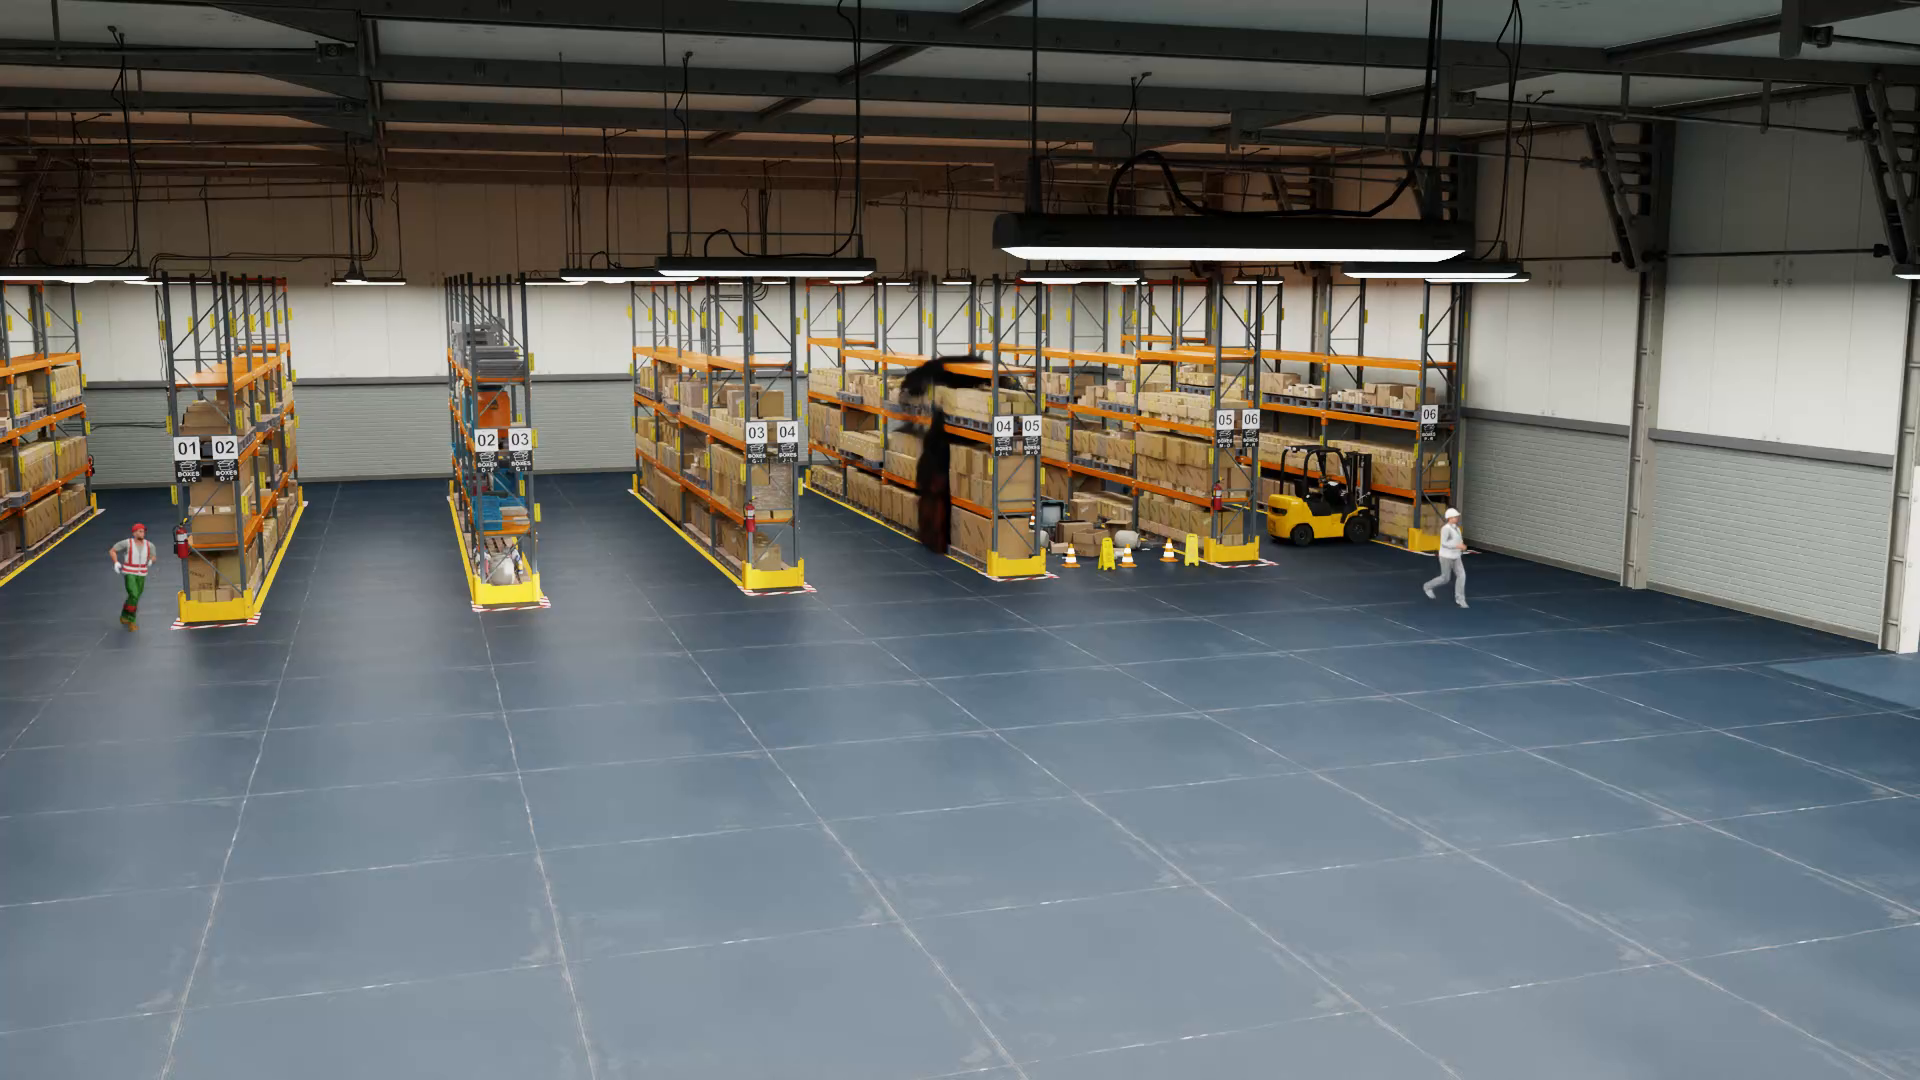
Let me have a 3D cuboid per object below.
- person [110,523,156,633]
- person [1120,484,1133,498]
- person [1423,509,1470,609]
[{"bbox_3d":[-13.986,0.608,28.233,0.791,1.792,0.668,6,11,36],"label":"person"},{"bbox_3d":[4.472,-1.984,44.396,0.707,1.743,0.985,-4,9,-25],"label":"person"},{"bbox_3d":[8.863,0.326,30.198,0.923,1.818,0.690,8,11,41],"label":"person"}]
